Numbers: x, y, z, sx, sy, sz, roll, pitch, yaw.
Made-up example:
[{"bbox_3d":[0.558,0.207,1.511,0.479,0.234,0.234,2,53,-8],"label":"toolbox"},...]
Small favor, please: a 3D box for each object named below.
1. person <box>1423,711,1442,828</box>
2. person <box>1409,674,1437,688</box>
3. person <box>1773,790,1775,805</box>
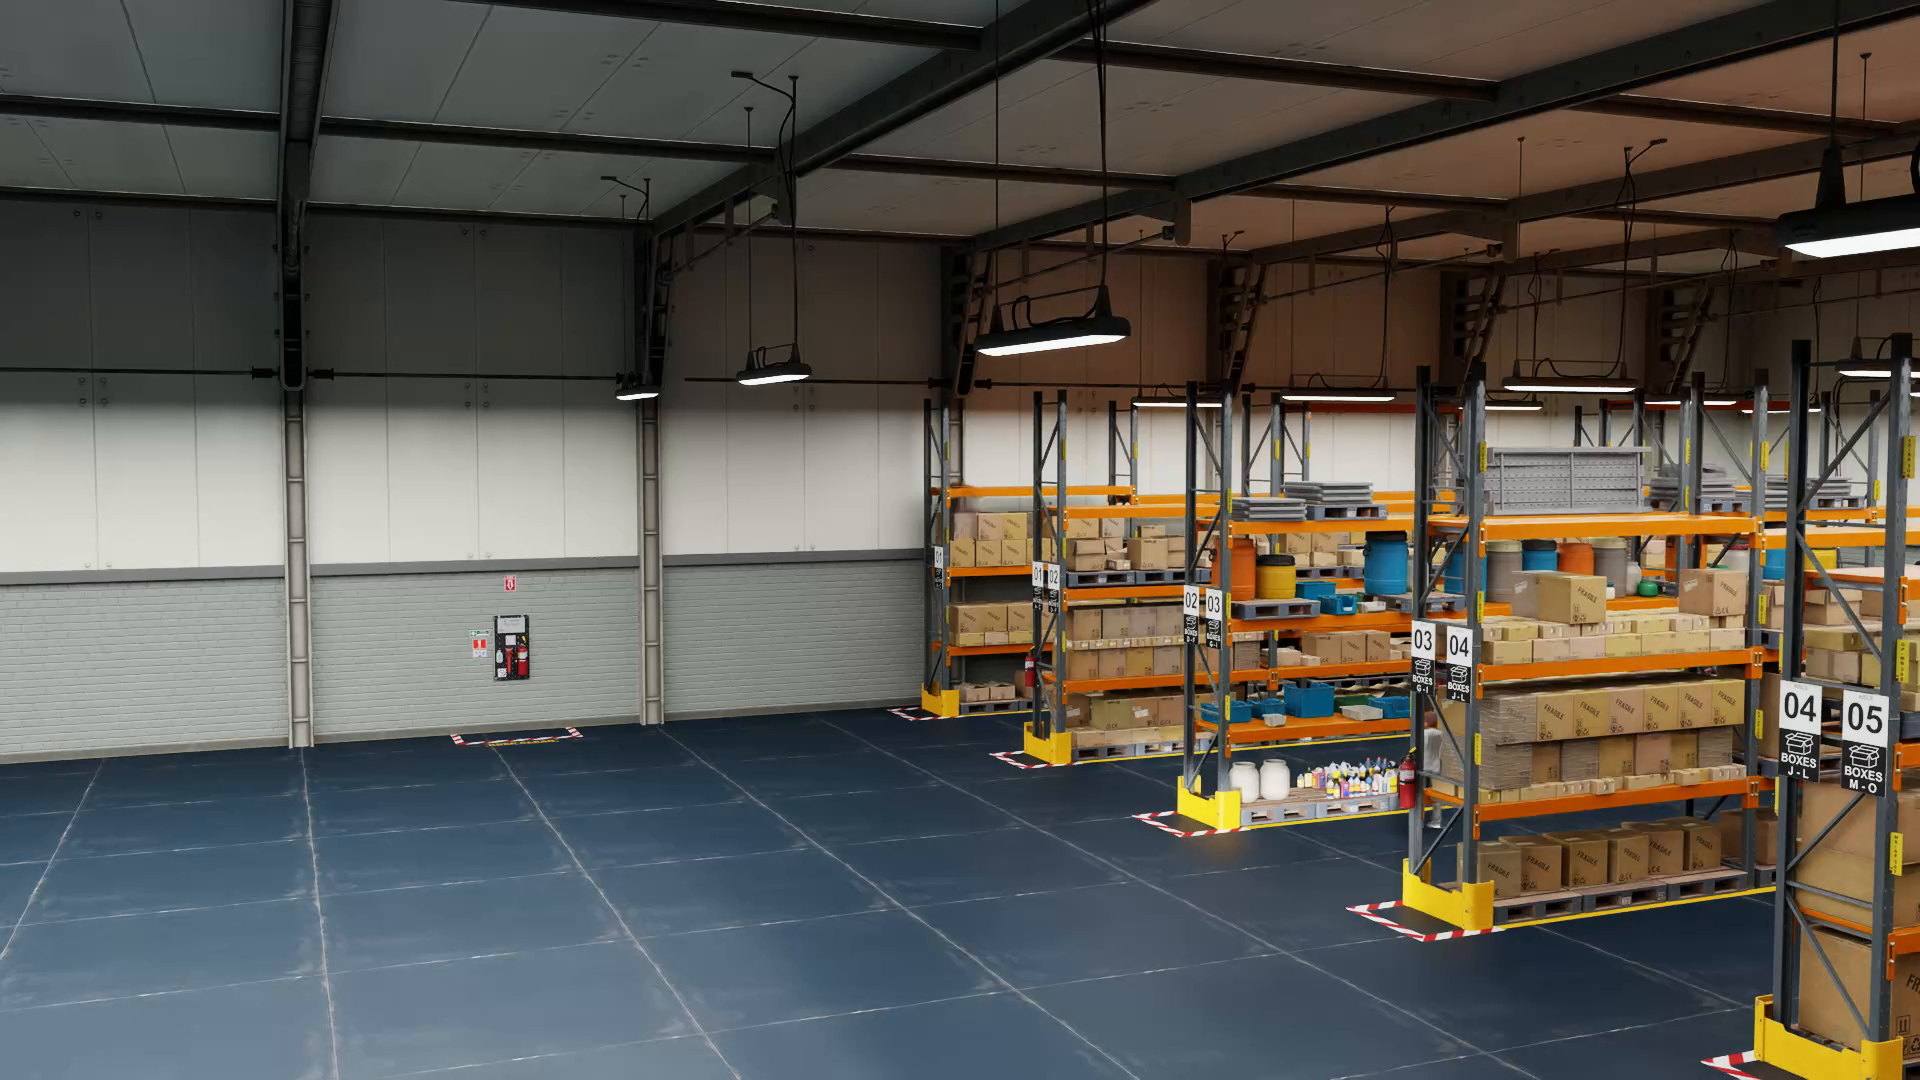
[{"bbox_3d":[6.226,3.065,22.177,0.423,1.609,0.367,-1,4,-19],"label":"person"},{"bbox_3d":[9.095,2.418,32.497,0.804,1.731,0.588,-1,4,-17],"label":"person"},{"bbox_3d":[11.408,2.995,22.613,0.881,1.812,0.508,-1,4,-23],"label":"person"}]
